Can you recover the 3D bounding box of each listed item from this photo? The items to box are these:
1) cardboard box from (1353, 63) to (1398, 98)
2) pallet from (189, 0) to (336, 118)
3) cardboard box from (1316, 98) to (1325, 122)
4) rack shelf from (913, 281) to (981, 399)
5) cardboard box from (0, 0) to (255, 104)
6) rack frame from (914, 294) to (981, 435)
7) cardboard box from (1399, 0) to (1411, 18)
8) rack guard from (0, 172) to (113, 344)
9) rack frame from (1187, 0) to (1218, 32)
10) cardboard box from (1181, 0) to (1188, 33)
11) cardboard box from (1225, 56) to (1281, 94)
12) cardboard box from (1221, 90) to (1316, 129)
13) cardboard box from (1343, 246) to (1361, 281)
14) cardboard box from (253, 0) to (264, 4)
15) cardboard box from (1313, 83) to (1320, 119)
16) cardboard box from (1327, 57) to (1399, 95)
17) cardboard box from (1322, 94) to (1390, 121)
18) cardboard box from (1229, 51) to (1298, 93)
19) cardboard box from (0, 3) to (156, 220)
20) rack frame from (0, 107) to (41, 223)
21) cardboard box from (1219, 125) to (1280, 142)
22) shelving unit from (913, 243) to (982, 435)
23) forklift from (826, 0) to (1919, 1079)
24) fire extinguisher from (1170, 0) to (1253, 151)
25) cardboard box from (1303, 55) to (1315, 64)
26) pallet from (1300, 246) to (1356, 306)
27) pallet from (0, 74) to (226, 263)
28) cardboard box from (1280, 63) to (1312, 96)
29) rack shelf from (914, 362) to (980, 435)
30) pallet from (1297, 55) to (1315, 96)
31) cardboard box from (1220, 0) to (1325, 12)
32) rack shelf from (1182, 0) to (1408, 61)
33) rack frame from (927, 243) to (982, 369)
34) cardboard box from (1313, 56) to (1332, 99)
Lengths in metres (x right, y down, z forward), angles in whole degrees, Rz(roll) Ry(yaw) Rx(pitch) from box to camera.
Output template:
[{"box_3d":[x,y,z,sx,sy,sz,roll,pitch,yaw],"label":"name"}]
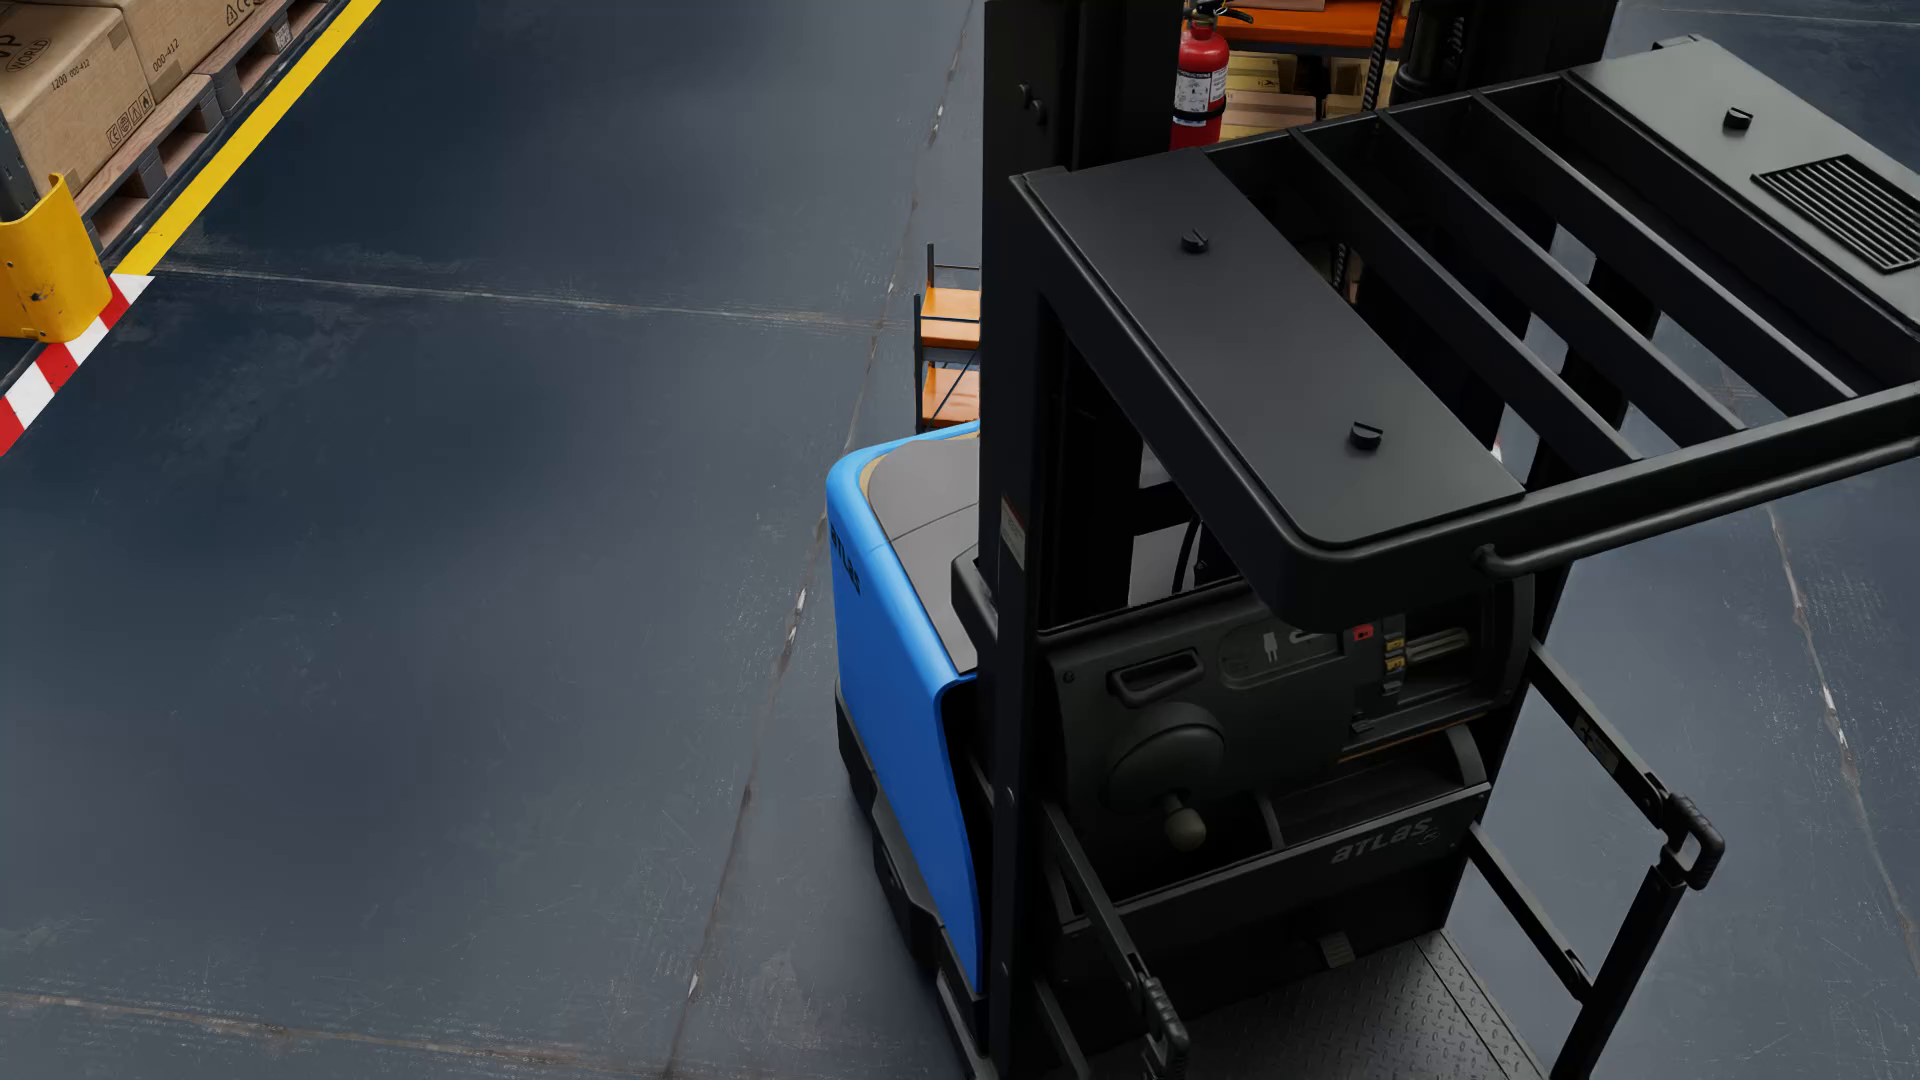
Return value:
[{"box_3d":[1.651,-1.616,6.110,0.380,0.149,0.250,5,44,5],"label":"cardboard box"},{"box_3d":[-3.560,-2.347,7.575,1.003,0.211,1.213,5,44,6],"label":"pallet"},{"box_3d":[1.528,-1.513,6.218,0.380,0.149,0.250,6,44,6],"label":"cardboard box"},{"box_3d":[-0.007,-0.543,4.663,0.215,0.259,0.240,5,44,6],"label":"rack shelf"},{"box_3d":[-3.651,-2.284,7.039,0.875,0.438,0.875,6,44,7],"label":"cardboard box"},{"box_3d":[-0.023,-0.262,4.763,0.200,1.050,0.008,5,44,6],"label":"rack frame"},{"box_3d":[1.535,-1.697,5.044,0.380,0.149,0.250,5,44,5],"label":"cardboard box"},{"box_3d":[-3.755,-1.055,6.000,1.175,0.500,0.348,5,44,6],"label":"rack guard"},{"box_3d":[1.168,-1.598,4.756,1.000,3.000,0.127,5,44,6],"label":"rack frame"},{"box_3d":[1.062,-2.028,6.545,0.380,0.149,0.250,7,44,7],"label":"cardboard box"},{"box_3d":[0.985,-1.669,6.166,0.380,0.149,0.250,4,44,5],"label":"cardboard box"},{"box_3d":[1.077,-1.481,5.968,0.380,0.149,0.250,6,44,6],"label":"cardboard box"},{"box_3d":[1.554,-1.043,5.938,0.380,0.149,0.250,6,44,6],"label":"cardboard box"},{"box_3d":[-3.531,-2.899,7.688,0.875,0.438,0.875,4,44,4],"label":"cardboard box"},{"box_3d":[1.615,-1.745,6.680,0.380,0.149,0.250,5,44,6],"label":"cardboard box"},{"box_3d":[1.602,-1.793,6.297,0.380,0.149,0.250,3,44,3],"label":"cardboard box"},{"box_3d":[1.491,-1.456,5.941,0.380,0.149,0.250,6,44,6],"label":"cardboard box"},{"box_3d":[1.082,-1.839,6.346,0.380,0.149,0.250,4,44,4],"label":"cardboard box"},{"box_3d":[-3.764,-1.660,6.379,0.875,0.438,0.875,4,44,4],"label":"cardboard box"},{"box_3d":[-3.752,-1.979,5.158,1.000,3.000,0.127,5,44,6],"label":"rack frame"},{"box_3d":[0.987,-1.315,5.792,0.380,0.149,0.250,6,44,6],"label":"cardboard box"},{"box_3d":[-0.007,-0.345,4.851,0.215,1.050,0.252,5,44,6],"label":"shelving unit"},{"box_3d":[0.677,0.342,2.757,1.130,2.935,3.031,-15,45,-15],"label":"forklift"},{"box_3d":[0.677,-1.304,4.773,0.296,0.674,0.183,5,44,6],"label":"fire extinguisher"},{"box_3d":[1.605,-2.056,6.791,0.380,0.149,0.250,7,44,8],"label":"cardboard box"},{"box_3d":[1.320,-1.187,6.350,1.003,0.211,1.213,5,44,6],"label":"pallet"},{"box_3d":[-3.724,-1.518,6.700,1.003,0.211,1.213,5,44,6],"label":"pallet"},{"box_3d":[1.159,-1.737,6.454,0.380,0.149,0.250,5,44,5],"label":"cardboard box"},{"box_3d":[-0.007,-0.337,4.858,0.215,0.259,0.240,5,44,6],"label":"rack shelf"},{"box_3d":[1.484,-2.016,7.226,1.003,0.211,1.213,5,44,6],"label":"pallet"},{"box_3d":[0.931,-1.754,5.104,0.380,0.149,0.250,5,44,6],"label":"cardboard box"},{"box_3d":[1.432,-2.699,6.442,1.077,0.370,4.000,5,44,6],"label":"rack shelf"},{"box_3d":[0.009,-0.428,4.938,0.200,1.050,0.008,5,44,6],"label":"rack frame"},{"box_3d":[1.611,-1.867,6.592,0.380,0.149,0.250,3,44,3],"label":"cardboard box"}]
